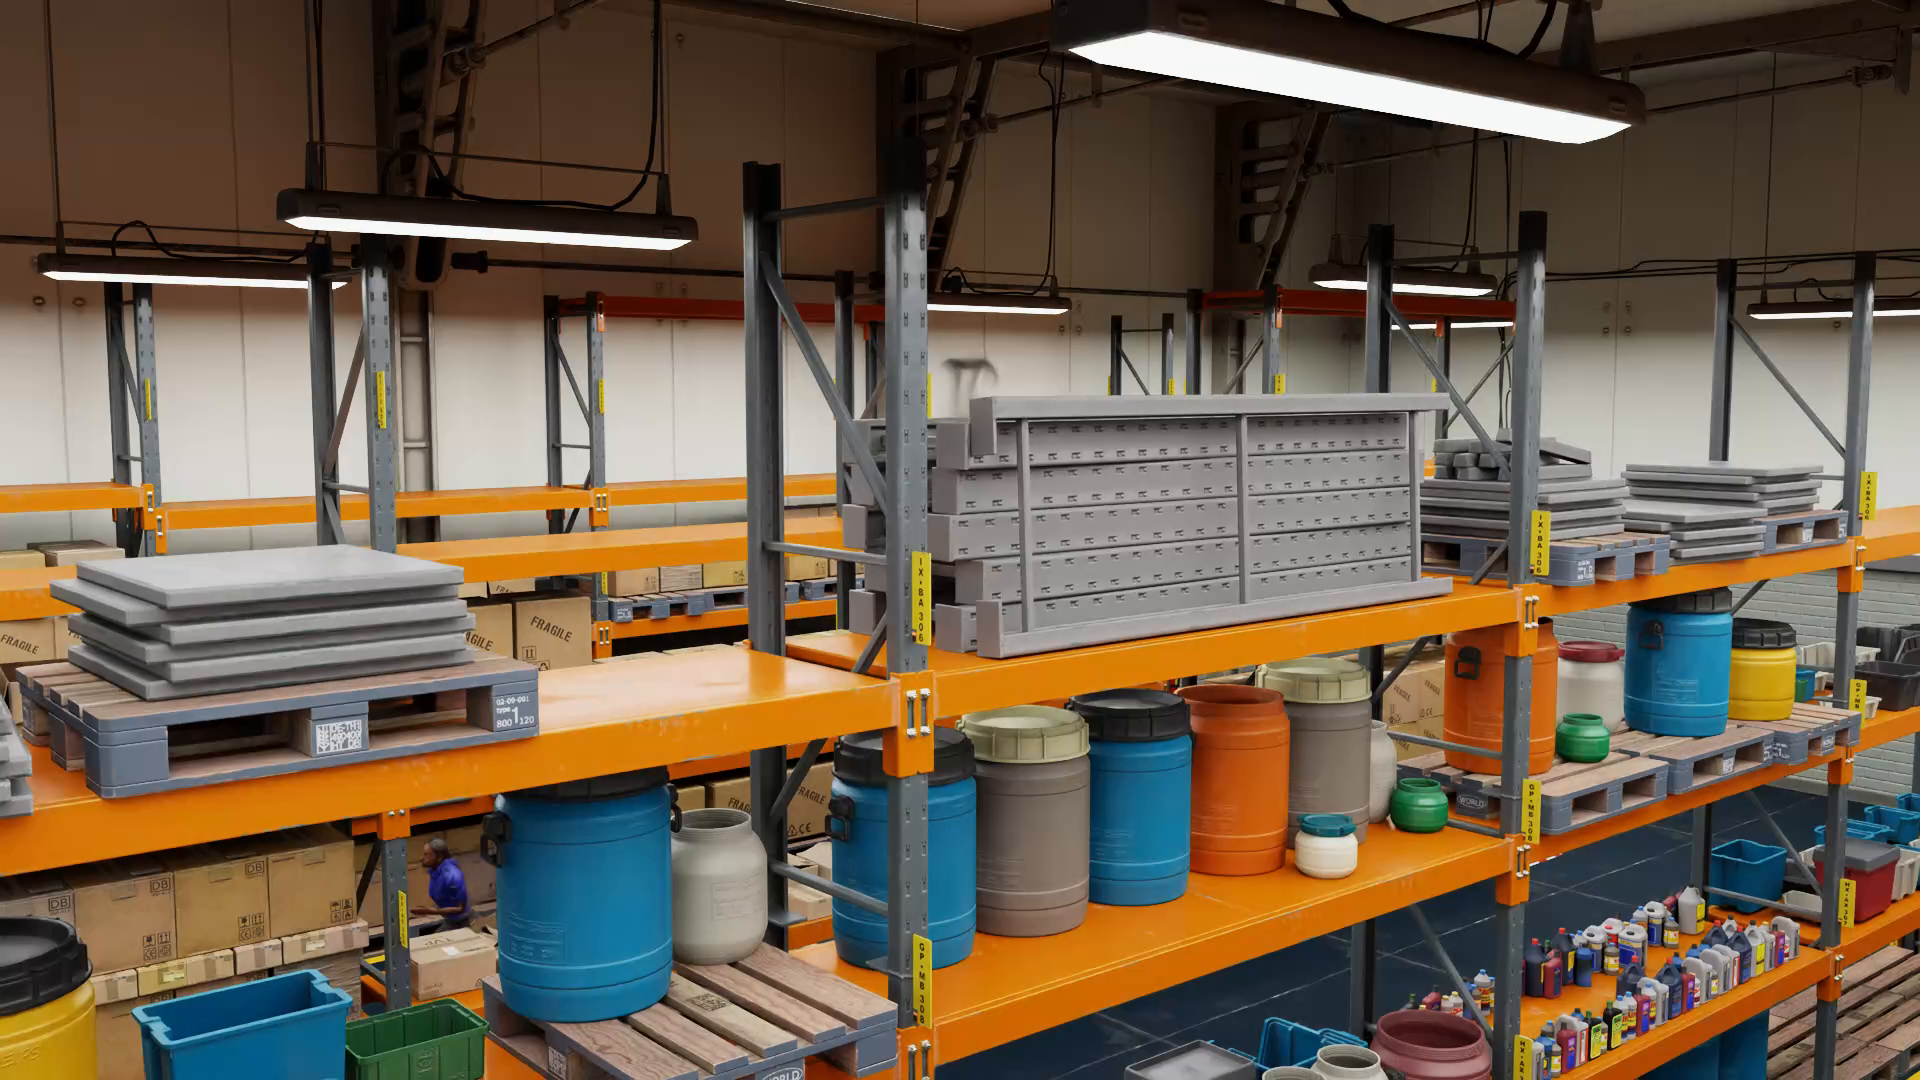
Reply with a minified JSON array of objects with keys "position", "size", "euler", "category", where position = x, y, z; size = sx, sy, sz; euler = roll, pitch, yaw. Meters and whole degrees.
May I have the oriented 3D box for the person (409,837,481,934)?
[{"position":[-4.055,3.114,13.222],"size":[0.562,1.578,0.712],"euler":[5,8,43],"category":"person"}]
